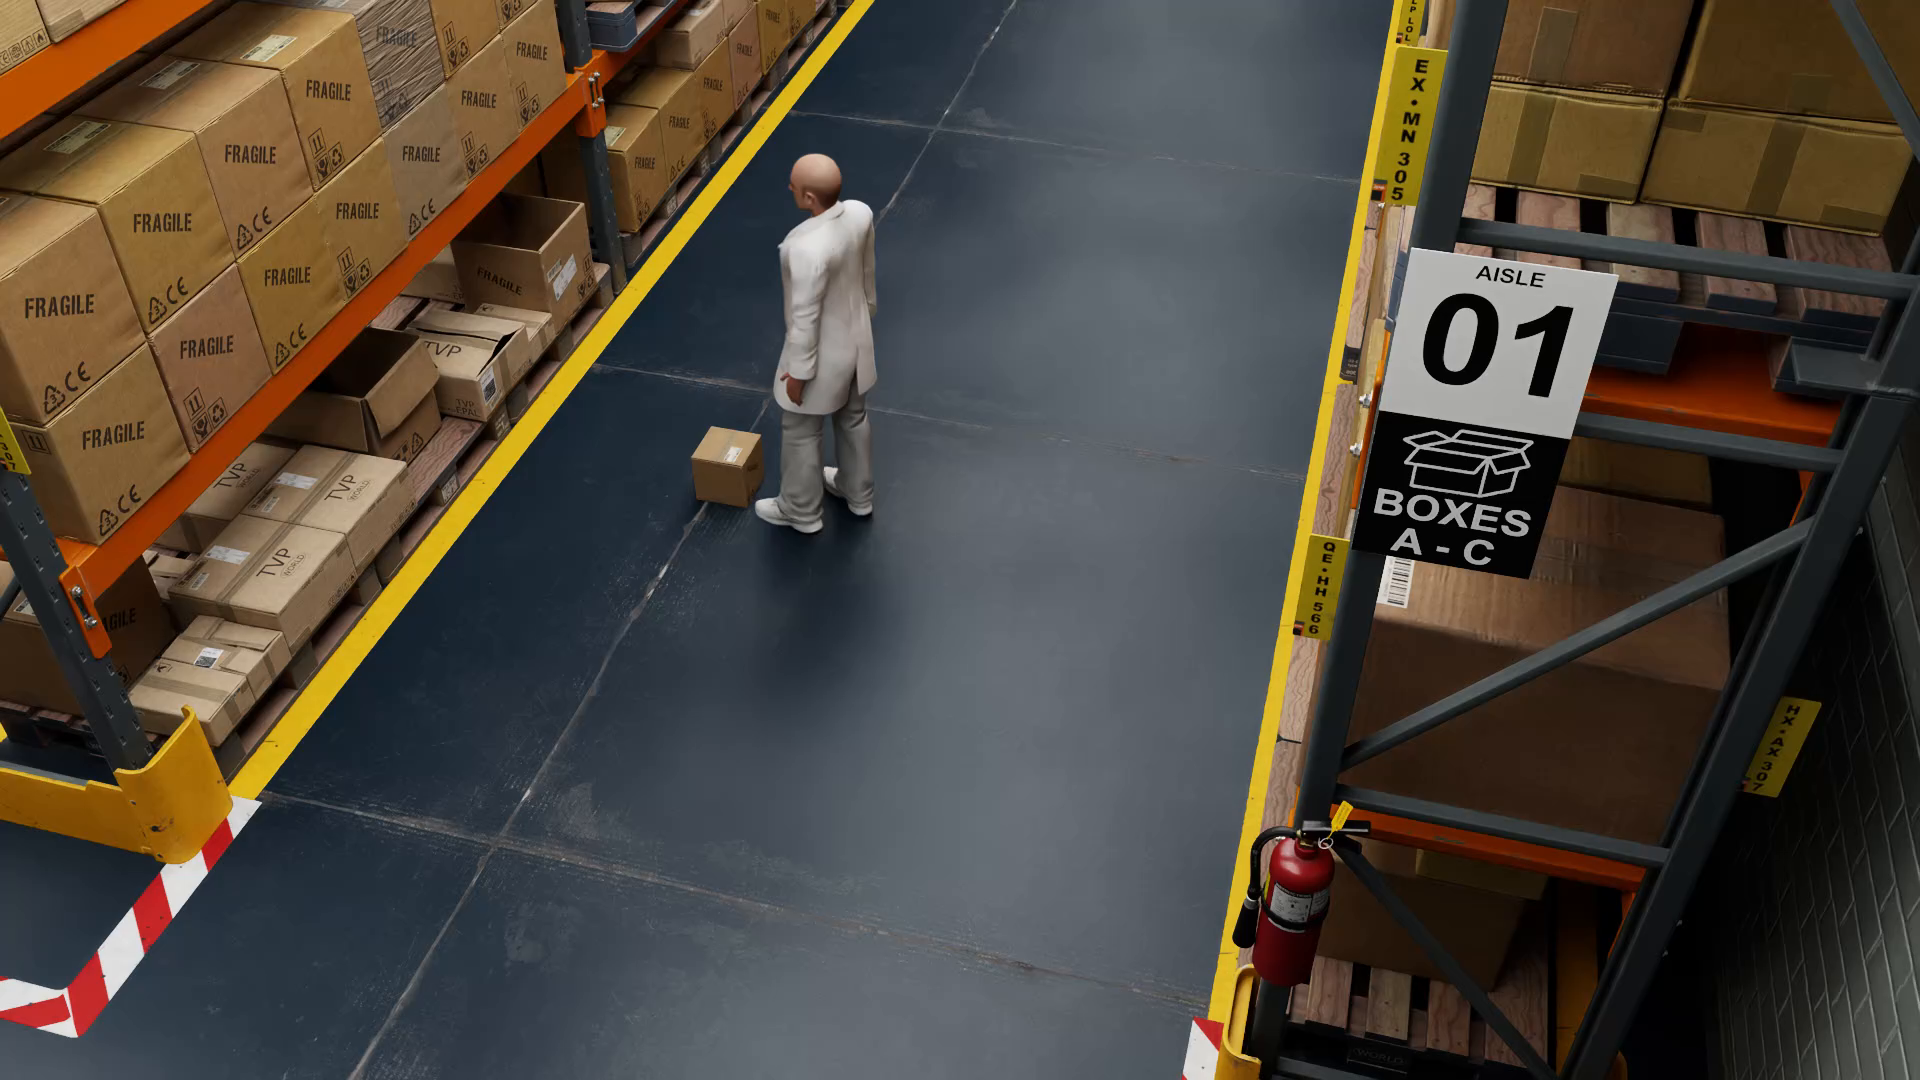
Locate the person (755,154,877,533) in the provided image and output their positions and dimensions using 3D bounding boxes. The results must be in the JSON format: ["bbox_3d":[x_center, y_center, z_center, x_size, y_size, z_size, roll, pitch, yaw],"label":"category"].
[{"bbox_3d":[-0.625,-0.863,7.177,0.494,1.798,0.637,22,45,23],"label":"person"}]
